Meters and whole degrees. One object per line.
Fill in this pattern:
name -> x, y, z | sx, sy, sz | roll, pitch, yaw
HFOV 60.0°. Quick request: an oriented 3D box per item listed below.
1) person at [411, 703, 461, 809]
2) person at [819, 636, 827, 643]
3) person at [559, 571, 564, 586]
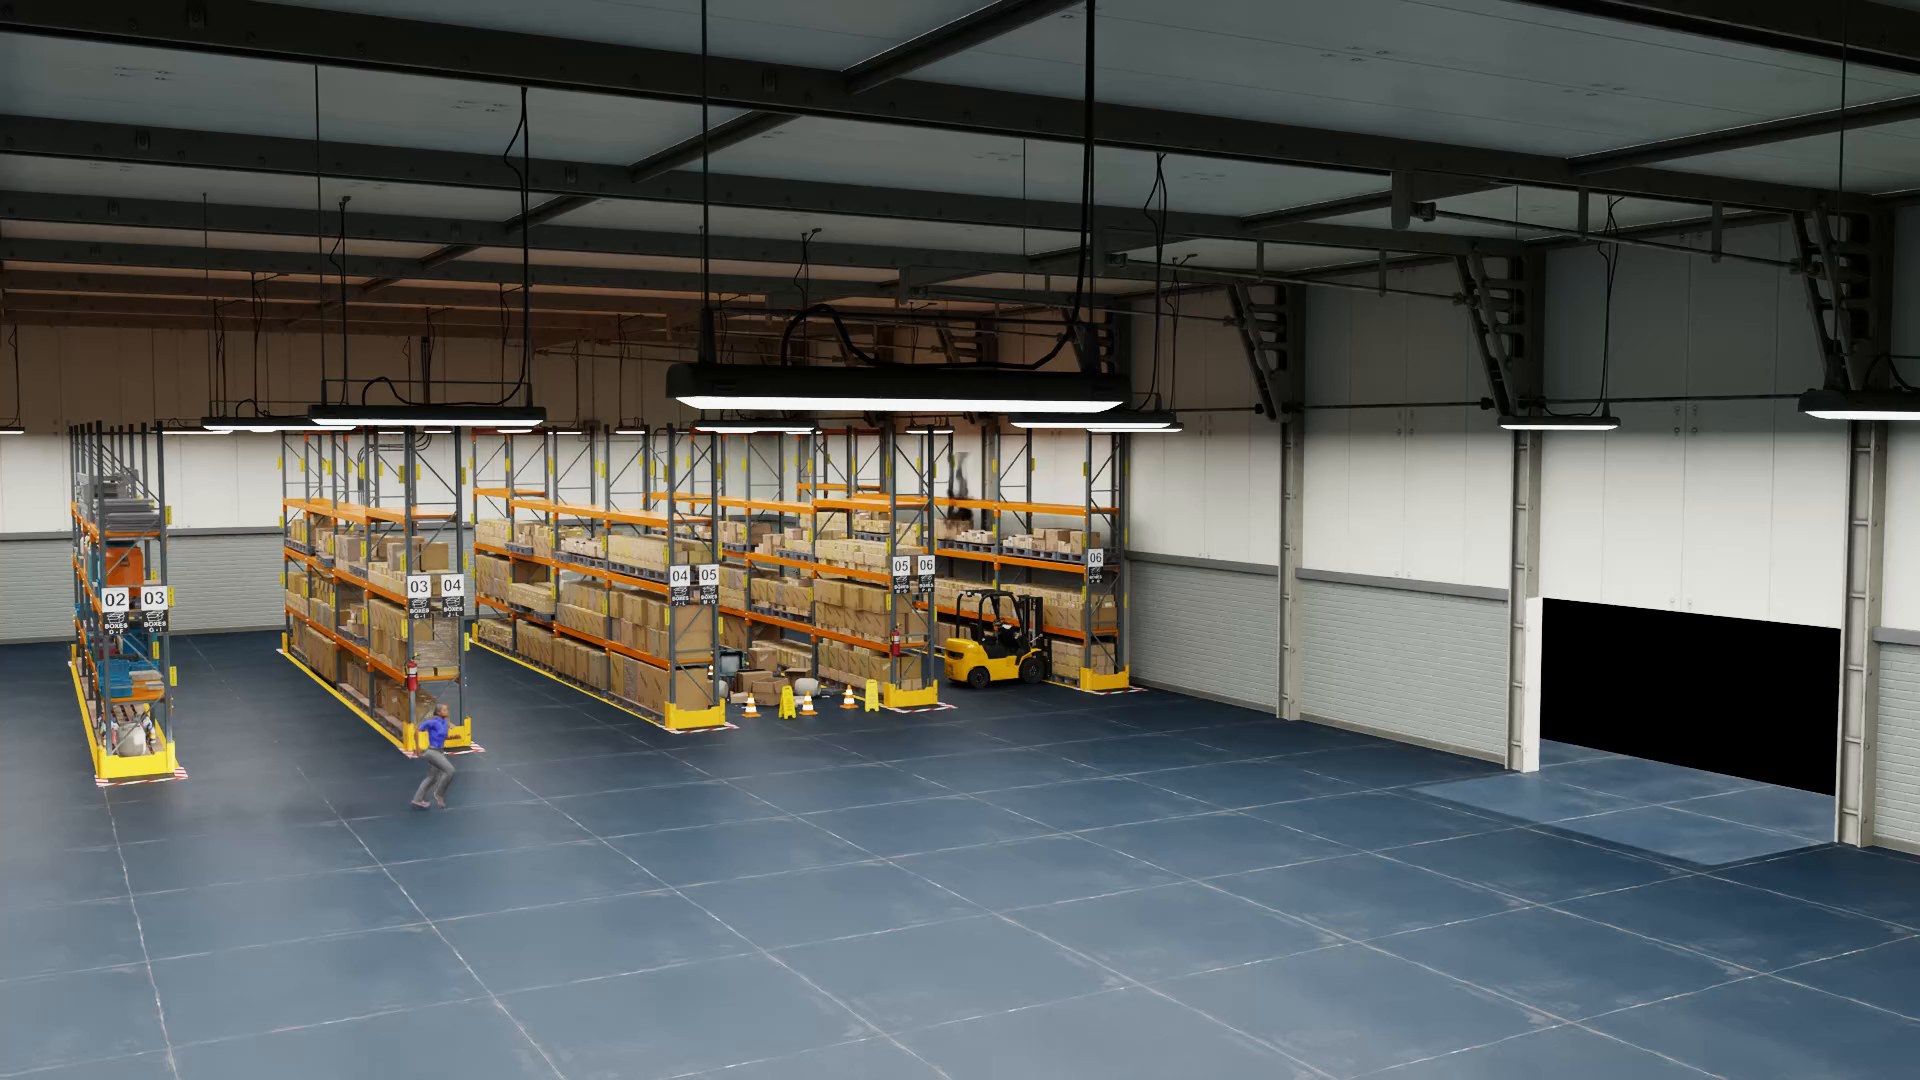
person -> -8.051, 3.318, 25.535 | 0.793, 1.630, 0.604 | 0, 4, 5
person -> -3.535, 2.234, 43.686 | 0.618, 1.607, 0.539 | -3, 5, -43
person -> -12.076, 1.782, 50.044 | 0.707, 1.729, 0.686 | 3, 5, 40
